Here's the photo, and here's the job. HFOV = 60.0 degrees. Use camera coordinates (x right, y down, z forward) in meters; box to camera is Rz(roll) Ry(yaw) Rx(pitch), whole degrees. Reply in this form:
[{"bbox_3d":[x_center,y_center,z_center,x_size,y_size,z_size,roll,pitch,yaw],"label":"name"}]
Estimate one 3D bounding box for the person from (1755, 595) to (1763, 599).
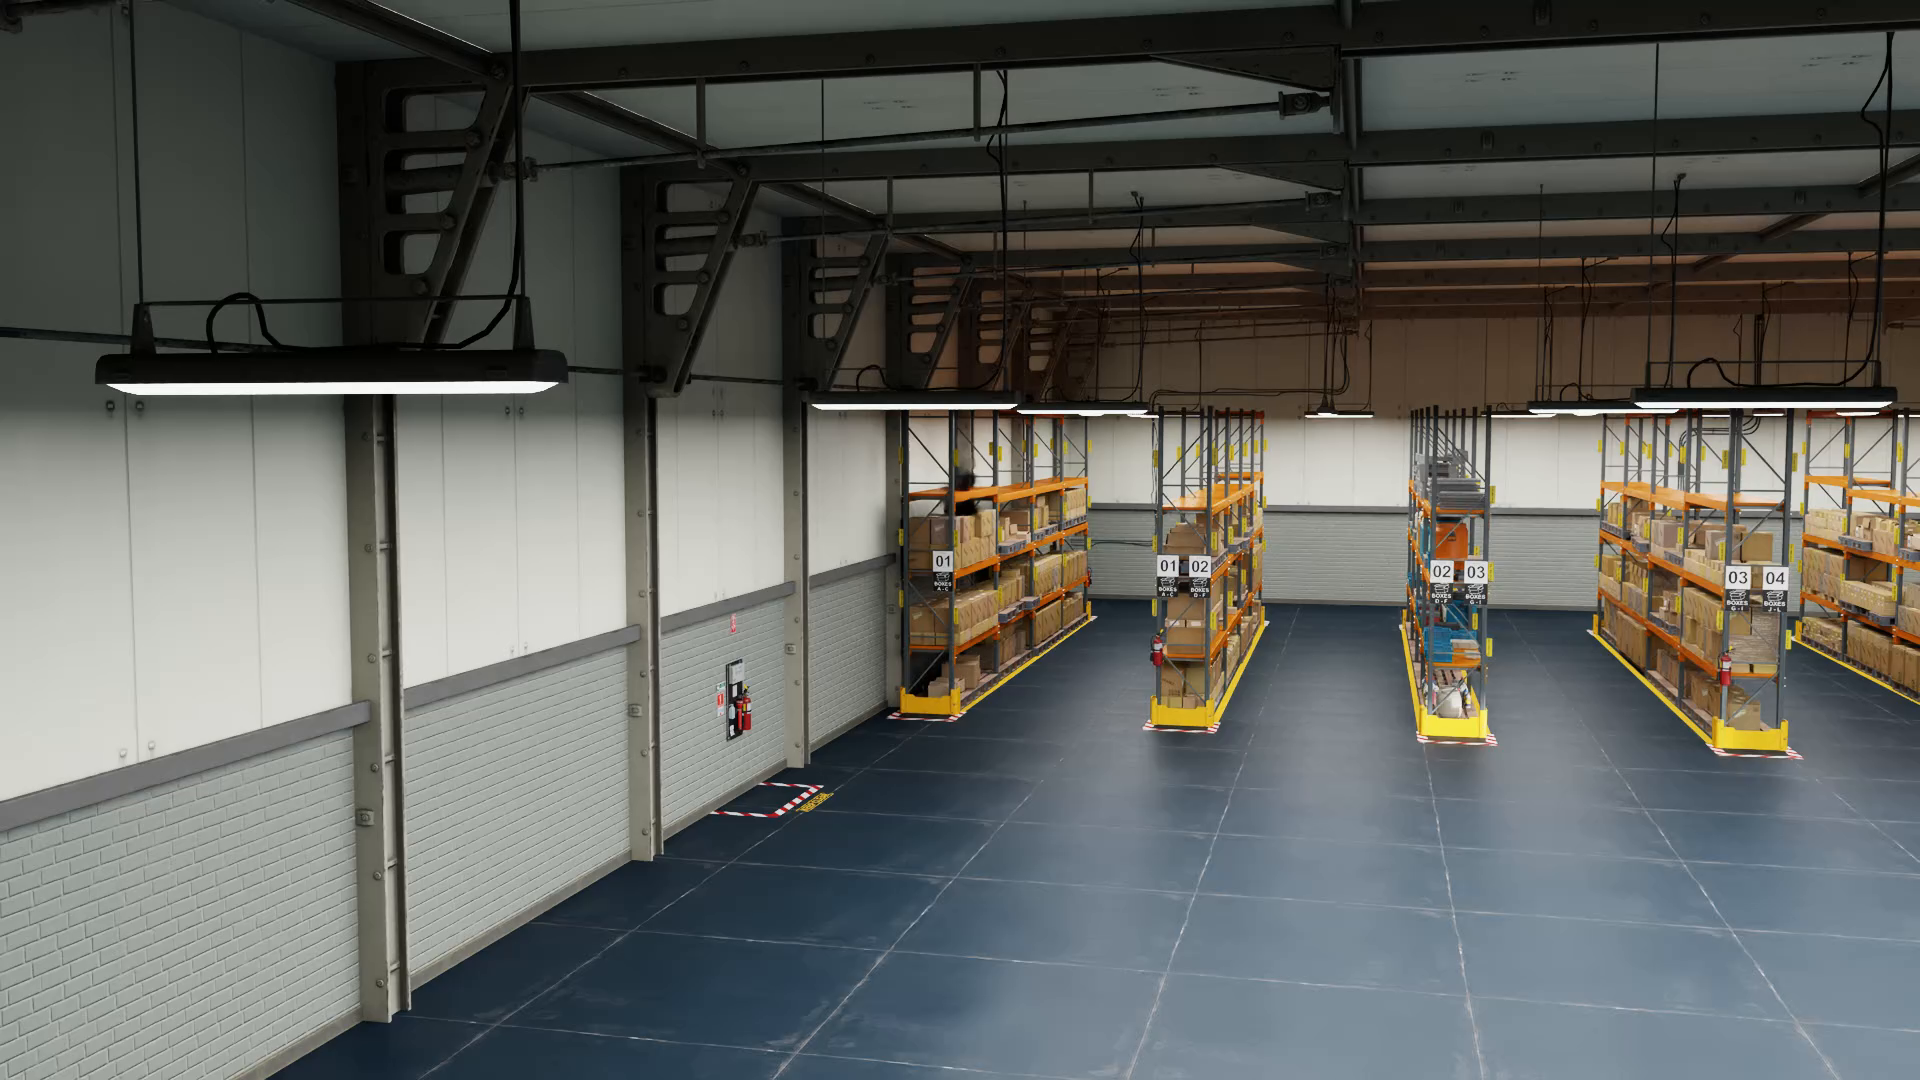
[{"bbox_3d":[20.429,1.855,42.781,0.614,1.595,0.528,1,4,20],"label":"person"}]
